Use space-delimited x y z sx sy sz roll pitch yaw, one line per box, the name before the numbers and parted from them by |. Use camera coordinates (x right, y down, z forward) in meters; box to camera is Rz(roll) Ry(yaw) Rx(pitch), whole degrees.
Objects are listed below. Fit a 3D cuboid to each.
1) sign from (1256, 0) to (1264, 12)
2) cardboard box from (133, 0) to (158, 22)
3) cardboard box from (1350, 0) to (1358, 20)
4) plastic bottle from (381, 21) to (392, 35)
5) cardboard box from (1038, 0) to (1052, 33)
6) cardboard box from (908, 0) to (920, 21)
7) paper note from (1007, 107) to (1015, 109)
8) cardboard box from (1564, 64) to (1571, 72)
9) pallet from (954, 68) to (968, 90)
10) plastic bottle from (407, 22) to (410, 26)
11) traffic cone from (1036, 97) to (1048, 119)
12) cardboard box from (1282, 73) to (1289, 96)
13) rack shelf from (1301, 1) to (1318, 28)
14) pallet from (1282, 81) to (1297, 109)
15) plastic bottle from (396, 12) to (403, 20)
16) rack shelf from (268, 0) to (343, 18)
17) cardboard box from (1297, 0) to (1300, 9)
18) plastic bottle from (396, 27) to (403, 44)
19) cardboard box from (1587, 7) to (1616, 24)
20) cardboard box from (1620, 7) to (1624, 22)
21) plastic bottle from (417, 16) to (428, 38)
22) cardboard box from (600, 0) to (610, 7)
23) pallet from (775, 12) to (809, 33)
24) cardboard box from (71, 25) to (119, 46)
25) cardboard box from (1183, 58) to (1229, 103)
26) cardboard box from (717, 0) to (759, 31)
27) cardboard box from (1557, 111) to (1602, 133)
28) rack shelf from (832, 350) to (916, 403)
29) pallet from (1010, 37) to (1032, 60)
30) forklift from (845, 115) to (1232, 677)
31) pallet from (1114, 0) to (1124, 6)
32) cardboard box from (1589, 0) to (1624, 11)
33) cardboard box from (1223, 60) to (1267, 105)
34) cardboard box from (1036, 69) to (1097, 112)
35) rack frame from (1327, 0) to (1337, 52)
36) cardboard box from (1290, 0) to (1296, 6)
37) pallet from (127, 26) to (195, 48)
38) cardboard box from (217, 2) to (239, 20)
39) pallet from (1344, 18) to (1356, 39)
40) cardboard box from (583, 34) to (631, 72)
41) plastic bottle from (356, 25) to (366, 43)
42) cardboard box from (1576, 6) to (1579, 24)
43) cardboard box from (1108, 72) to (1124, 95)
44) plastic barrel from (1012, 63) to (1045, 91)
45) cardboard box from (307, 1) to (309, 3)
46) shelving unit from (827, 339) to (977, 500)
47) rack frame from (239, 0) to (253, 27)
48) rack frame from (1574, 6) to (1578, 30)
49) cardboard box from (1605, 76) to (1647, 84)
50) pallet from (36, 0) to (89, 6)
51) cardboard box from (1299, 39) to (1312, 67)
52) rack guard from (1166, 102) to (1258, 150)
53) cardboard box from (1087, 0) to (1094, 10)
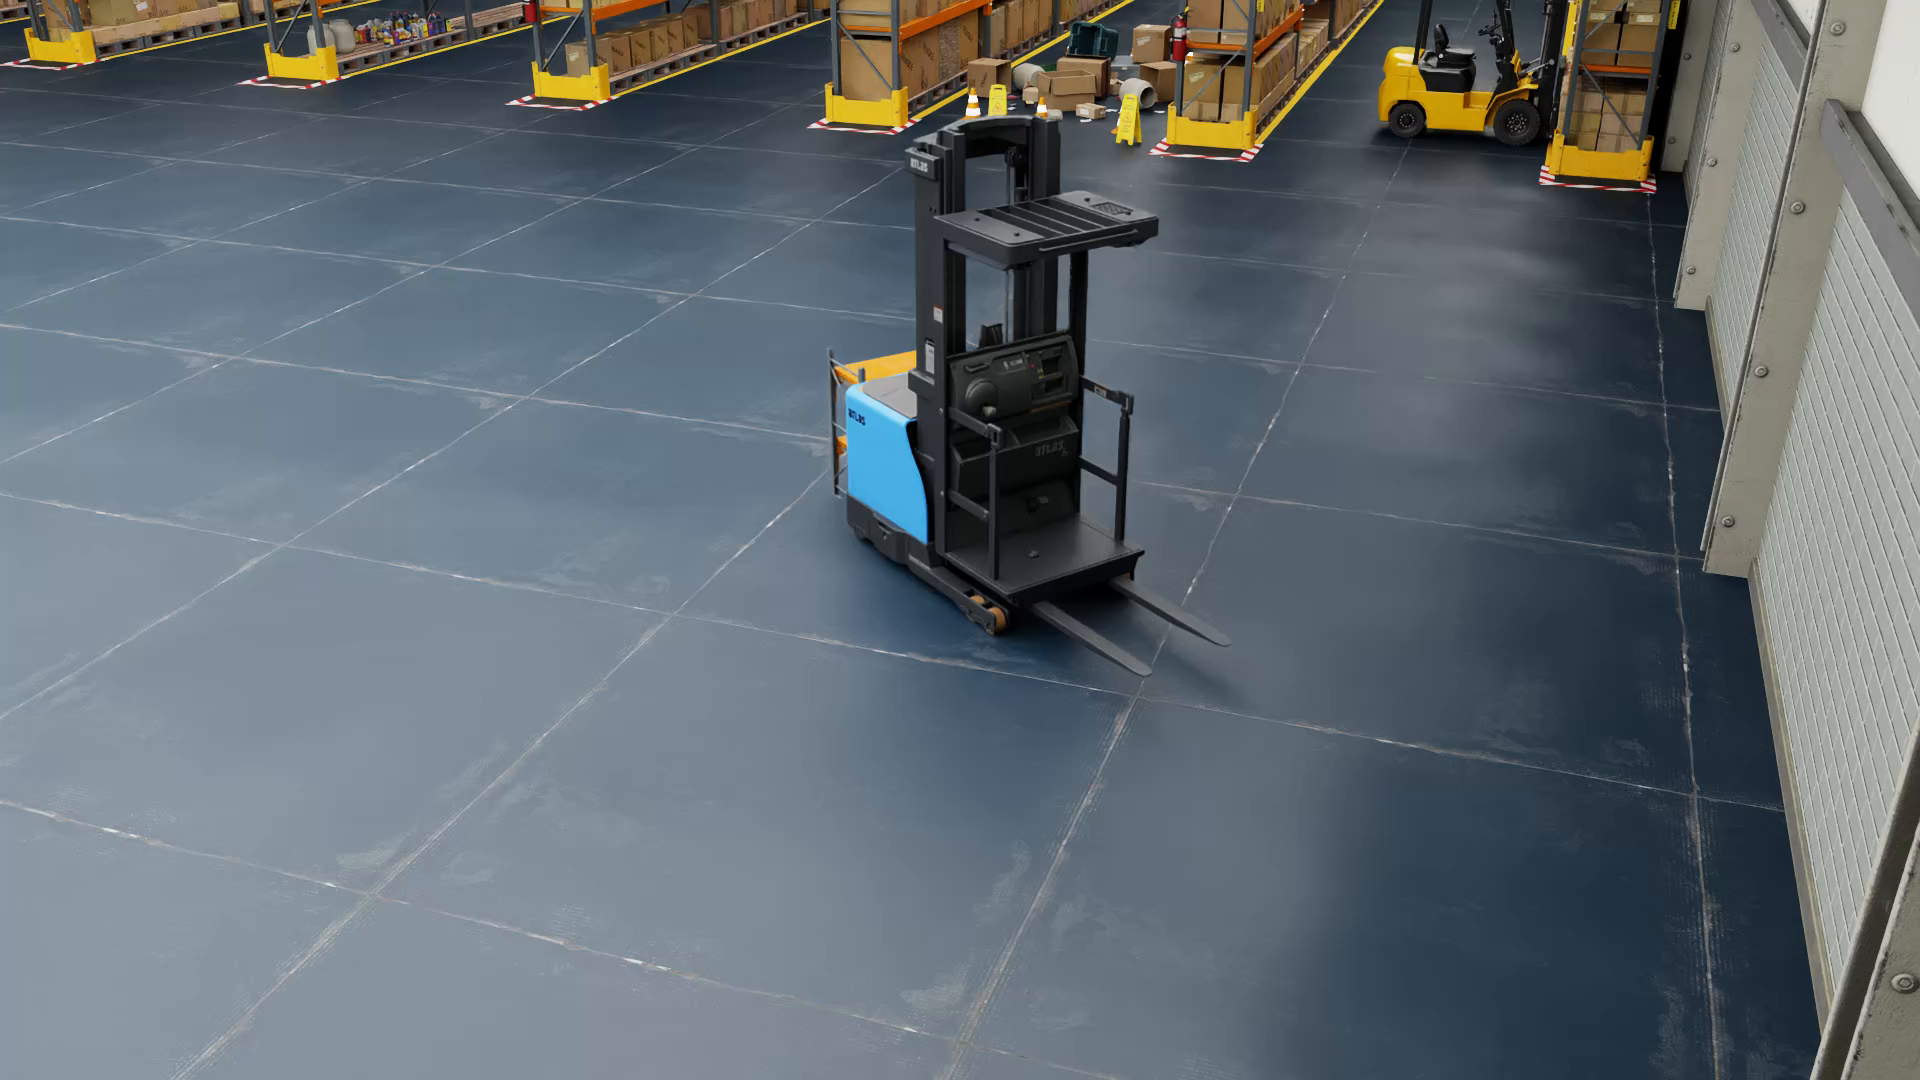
sign | 3.886 -7.003 21.502 0.100 0.325 0.005 9 27 17
cardboard box | -14.604 -9.458 29.378 0.500 0.500 0.500 9 27 17
cardboard box | 6.943 -10.218 31.091 0.875 0.875 0.875 10 27 19
plastic bottle | -10.027 -8.929 29.093 0.152 0.276 0.135 9 27 17
cardboard box | 1.047 -9.595 29.949 1.050 0.750 0.750 8 27 17
cardboard box | -1.084 -7.824 24.019 0.875 0.550 0.550 9 27 17
paper note | 0.782 -6.413 24.685 0.144 0.017 0.142 20 32 35
cardboard box | 8.414 -6.237 22.438 0.500 0.250 0.500 8 27 16
pallet | -0.323 -7.456 26.631 1.003 0.211 1.213 9 27 17
plastic bottle | -9.583 -8.898 29.021 0.061 0.283 0.133 9 27 17
traffic cone | 1.141 -5.935 23.201 0.336 0.463 0.334 9 27 17
cardboard box | 4.594 -6.785 24.719 0.500 0.250 0.500 8 27 16
rack shelf | 5.371 -8.834 27.103 1.077 0.370 4.000 9 27 17
pallet | 4.515 -6.800 25.276 1.003 0.211 1.213 9 27 17
plastic bottle | -9.970 -9.226 29.621 0.144 0.351 0.185 10 27 19
rack shelf | -9.976 -9.346 28.159 1.077 0.370 4.000 9 27 17
cardboard box | 4.886 -8.047 24.939 0.380 0.149 0.250 8 27 17
plastic bottle | -9.630 -8.658 28.540 0.097 0.271 0.097 0 26 0
cardboard box | 7.907 -6.494 20.585 0.380 0.149 0.250 9 27 18
cardboard box | 8.799 -6.607 21.563 0.500 0.500 0.500 8 27 17
plastic bottle | -9.424 -8.979 29.112 0.144 0.351 0.185 9 27 17
cardboard box | -5.550 -8.199 25.253 0.380 0.149 0.250 9 27 17
pallet | -3.570 -9.841 31.556 1.003 0.211 1.213 9 27 17
cardboard box | -14.923 -8.707 28.688 0.500 0.250 0.500 9 27 17
cardboard box | 3.395 -6.348 22.956 0.500 0.500 0.500 9 27 18
cardboard box | -4.053 -9.519 30.054 0.700 0.500 0.500 6 27 13
cardboard box | 7.923 -5.396 21.275 0.500 0.250 0.500 8 27 17
rack shelf | -0.358 -1.132 11.849 1.000 0.278 0.538 -15 30 -29
pallet | 0.594 -8.588 28.969 1.003 0.211 1.213 9 27 17
forklift | 0.463 -0.975 10.124 1.130 2.935 3.031 -17 30 -31
pallet | 2.856 -11.326 34.624 1.003 0.211 1.213 9 27 17
cardboard box | 7.977 -6.623 20.509 0.380 0.149 0.250 9 27 18
cardboard box | 3.911 -6.282 22.820 0.500 0.500 0.500 8 27 16
cardboard box | 1.571 -6.658 24.647 0.797 0.503 0.637 -9 27 -18
rack frame | 6.036 -9.980 28.643 1.000 3.000 0.127 9 27 17
cardboard box | 4.627 -8.084 24.271 0.500 0.500 0.500 10 27 19
pallet | -14.689 -9.132 30.093 1.003 0.211 1.213 9 27 17
cardboard box | -13.929 -9.940 31.235 0.500 0.250 0.500 9 27 17
pallet | 6.777 -9.537 30.930 1.003 0.211 1.213 9 27 17
cardboard box | -5.581 -7.698 26.317 0.500 0.500 0.500 17 30 31
plastic bottle | -10.334 -8.738 28.699 0.152 0.276 0.135 9 27 18
cardboard box | 8.993 -7.518 23.445 0.500 0.500 0.500 8 27 16
cardboard box | 2.410 -7.082 25.796 0.258 0.266 0.396 -9 27 -18
plastic barrel | 1.073 -7.164 25.784 0.421 0.421 0.512 -14 29 -27
cardboard box | -13.101 -10.925 33.268 0.500 0.250 0.500 9 27 18
shelving unit | -0.358 -0.869 11.977 1.048 1.125 0.538 -15 30 -29
rack frame | -13.980 -11.211 31.187 1.000 3.000 0.127 9 27 17
rack frame | 12.049 -10.905 30.555 1.000 3.000 0.127 9 27 17
cardboard box | 8.734 -5.955 21.857 0.500 0.250 0.500 9 27 17
pallet | -18.395 -10.993 33.936 1.003 0.211 1.213 9 27 17
cardboard box | 5.114 -7.854 26.787 0.950 0.372 0.625 11 28 21
rack guard | 3.399 -5.598 22.463 1.175 0.500 0.348 9 27 17
cardboard box | 2.311 -10.602 32.316 0.500 0.500 0.500 8 27 16
